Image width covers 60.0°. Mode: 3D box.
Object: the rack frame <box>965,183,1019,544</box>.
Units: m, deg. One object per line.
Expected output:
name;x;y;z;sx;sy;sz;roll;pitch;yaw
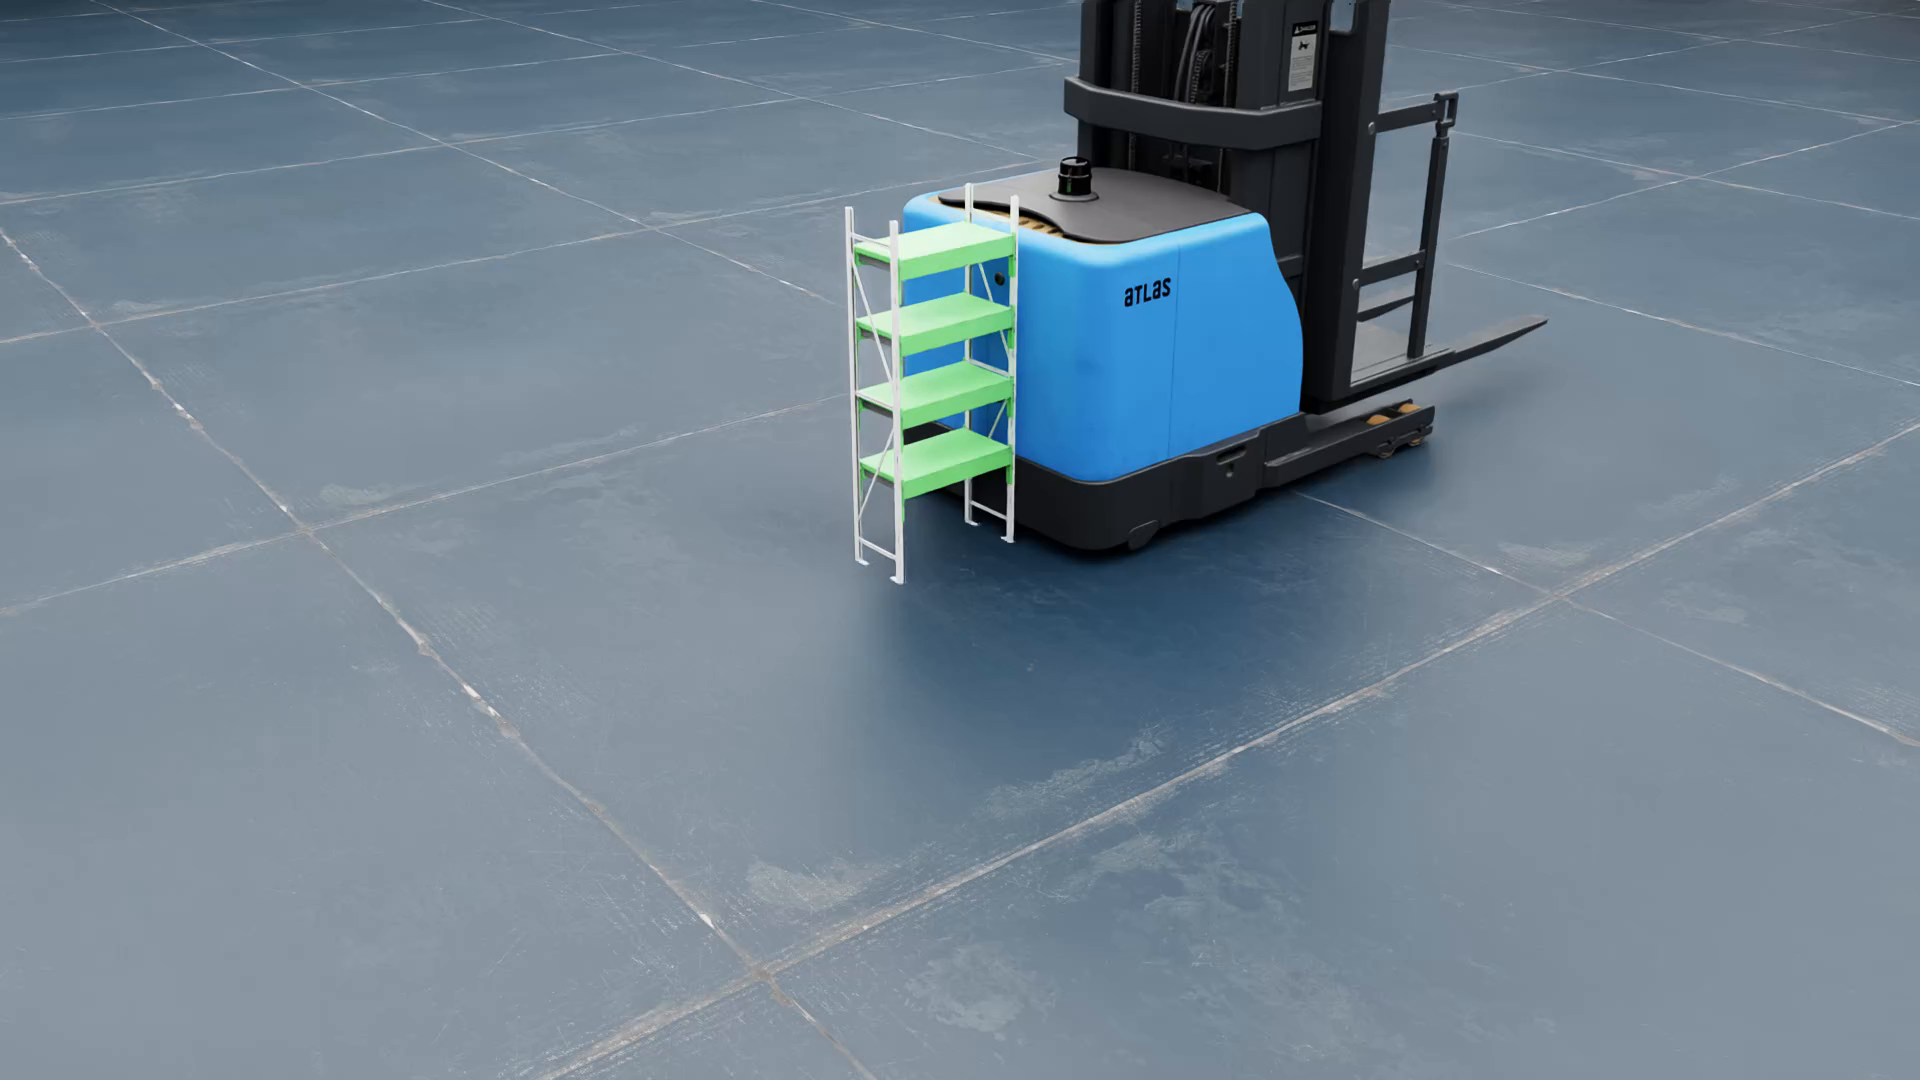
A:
rack frame;0.101;-0.572;5.557;0.015;1.200;0.240;-20;32;-36

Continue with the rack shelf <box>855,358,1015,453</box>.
rack shelf;-0.083;-0.447;5.439;0.480;0.148;0.258;-20;32;-36

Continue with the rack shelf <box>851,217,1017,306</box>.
rack shelf;-0.083;-0.882;5.237;0.480;0.148;0.258;-20;32;-36

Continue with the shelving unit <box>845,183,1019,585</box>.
shelving unit;-0.083;-0.505;5.412;0.503;1.200;0.258;-20;32;-36

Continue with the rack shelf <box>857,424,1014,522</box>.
rack shelf;-0.083;-0.229;5.540;0.480;0.148;0.258;-20;32;-36

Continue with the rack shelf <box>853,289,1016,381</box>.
rack shelf;-0.083;-0.664;5.338;0.480;0.148;0.258;-20;32;-36

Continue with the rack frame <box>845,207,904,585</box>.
rack frame;-0.268;-0.438;5.268;0.015;1.200;0.240;-20;32;-36

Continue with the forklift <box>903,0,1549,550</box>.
forklift;1.233;-1.795;6.135;3.031;2.935;1.130;-20;32;-36
